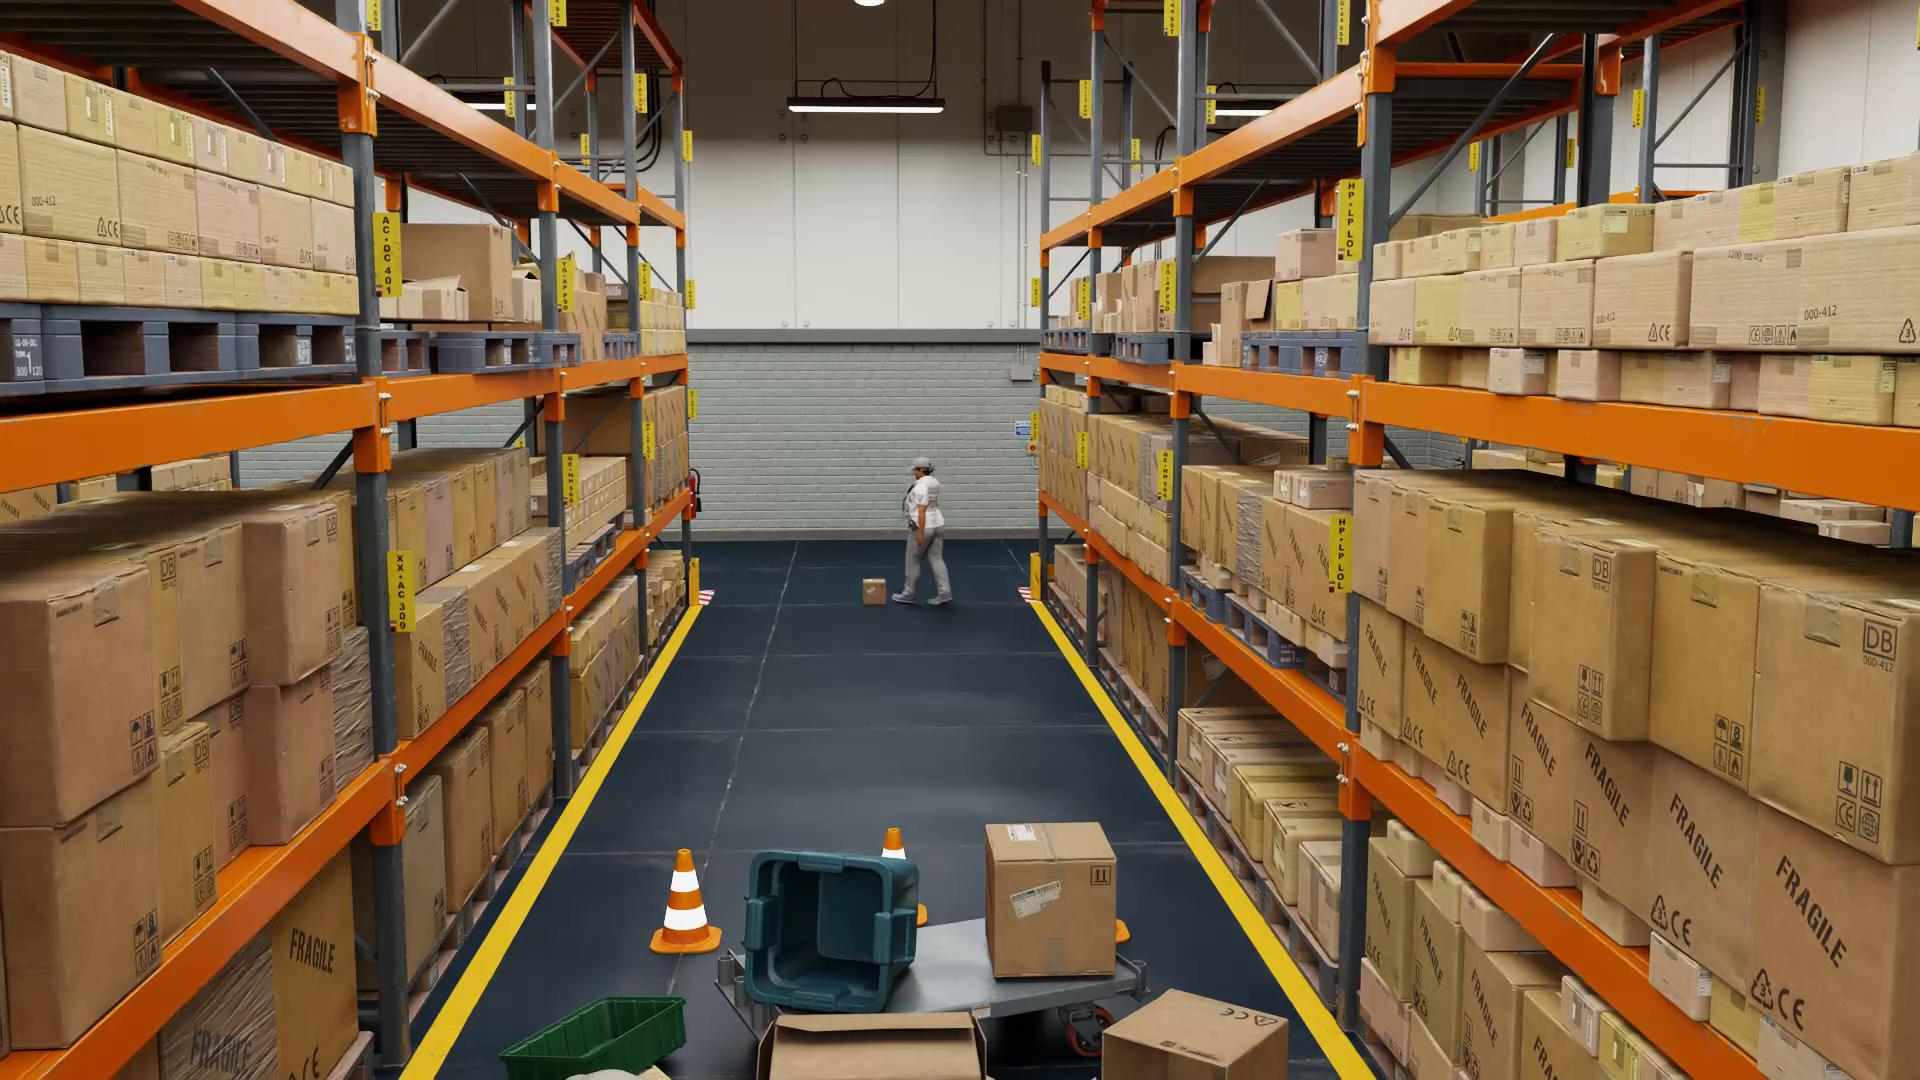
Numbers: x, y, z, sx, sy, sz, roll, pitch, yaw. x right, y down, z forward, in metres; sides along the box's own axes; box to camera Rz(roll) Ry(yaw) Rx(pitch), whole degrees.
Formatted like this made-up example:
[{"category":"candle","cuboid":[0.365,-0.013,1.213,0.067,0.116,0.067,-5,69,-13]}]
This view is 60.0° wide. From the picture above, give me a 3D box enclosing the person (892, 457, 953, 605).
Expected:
[{"category":"person","cuboid":[-0.429,-0.108,18.606,0.711,1.654,0.487,4,8,29]}]
